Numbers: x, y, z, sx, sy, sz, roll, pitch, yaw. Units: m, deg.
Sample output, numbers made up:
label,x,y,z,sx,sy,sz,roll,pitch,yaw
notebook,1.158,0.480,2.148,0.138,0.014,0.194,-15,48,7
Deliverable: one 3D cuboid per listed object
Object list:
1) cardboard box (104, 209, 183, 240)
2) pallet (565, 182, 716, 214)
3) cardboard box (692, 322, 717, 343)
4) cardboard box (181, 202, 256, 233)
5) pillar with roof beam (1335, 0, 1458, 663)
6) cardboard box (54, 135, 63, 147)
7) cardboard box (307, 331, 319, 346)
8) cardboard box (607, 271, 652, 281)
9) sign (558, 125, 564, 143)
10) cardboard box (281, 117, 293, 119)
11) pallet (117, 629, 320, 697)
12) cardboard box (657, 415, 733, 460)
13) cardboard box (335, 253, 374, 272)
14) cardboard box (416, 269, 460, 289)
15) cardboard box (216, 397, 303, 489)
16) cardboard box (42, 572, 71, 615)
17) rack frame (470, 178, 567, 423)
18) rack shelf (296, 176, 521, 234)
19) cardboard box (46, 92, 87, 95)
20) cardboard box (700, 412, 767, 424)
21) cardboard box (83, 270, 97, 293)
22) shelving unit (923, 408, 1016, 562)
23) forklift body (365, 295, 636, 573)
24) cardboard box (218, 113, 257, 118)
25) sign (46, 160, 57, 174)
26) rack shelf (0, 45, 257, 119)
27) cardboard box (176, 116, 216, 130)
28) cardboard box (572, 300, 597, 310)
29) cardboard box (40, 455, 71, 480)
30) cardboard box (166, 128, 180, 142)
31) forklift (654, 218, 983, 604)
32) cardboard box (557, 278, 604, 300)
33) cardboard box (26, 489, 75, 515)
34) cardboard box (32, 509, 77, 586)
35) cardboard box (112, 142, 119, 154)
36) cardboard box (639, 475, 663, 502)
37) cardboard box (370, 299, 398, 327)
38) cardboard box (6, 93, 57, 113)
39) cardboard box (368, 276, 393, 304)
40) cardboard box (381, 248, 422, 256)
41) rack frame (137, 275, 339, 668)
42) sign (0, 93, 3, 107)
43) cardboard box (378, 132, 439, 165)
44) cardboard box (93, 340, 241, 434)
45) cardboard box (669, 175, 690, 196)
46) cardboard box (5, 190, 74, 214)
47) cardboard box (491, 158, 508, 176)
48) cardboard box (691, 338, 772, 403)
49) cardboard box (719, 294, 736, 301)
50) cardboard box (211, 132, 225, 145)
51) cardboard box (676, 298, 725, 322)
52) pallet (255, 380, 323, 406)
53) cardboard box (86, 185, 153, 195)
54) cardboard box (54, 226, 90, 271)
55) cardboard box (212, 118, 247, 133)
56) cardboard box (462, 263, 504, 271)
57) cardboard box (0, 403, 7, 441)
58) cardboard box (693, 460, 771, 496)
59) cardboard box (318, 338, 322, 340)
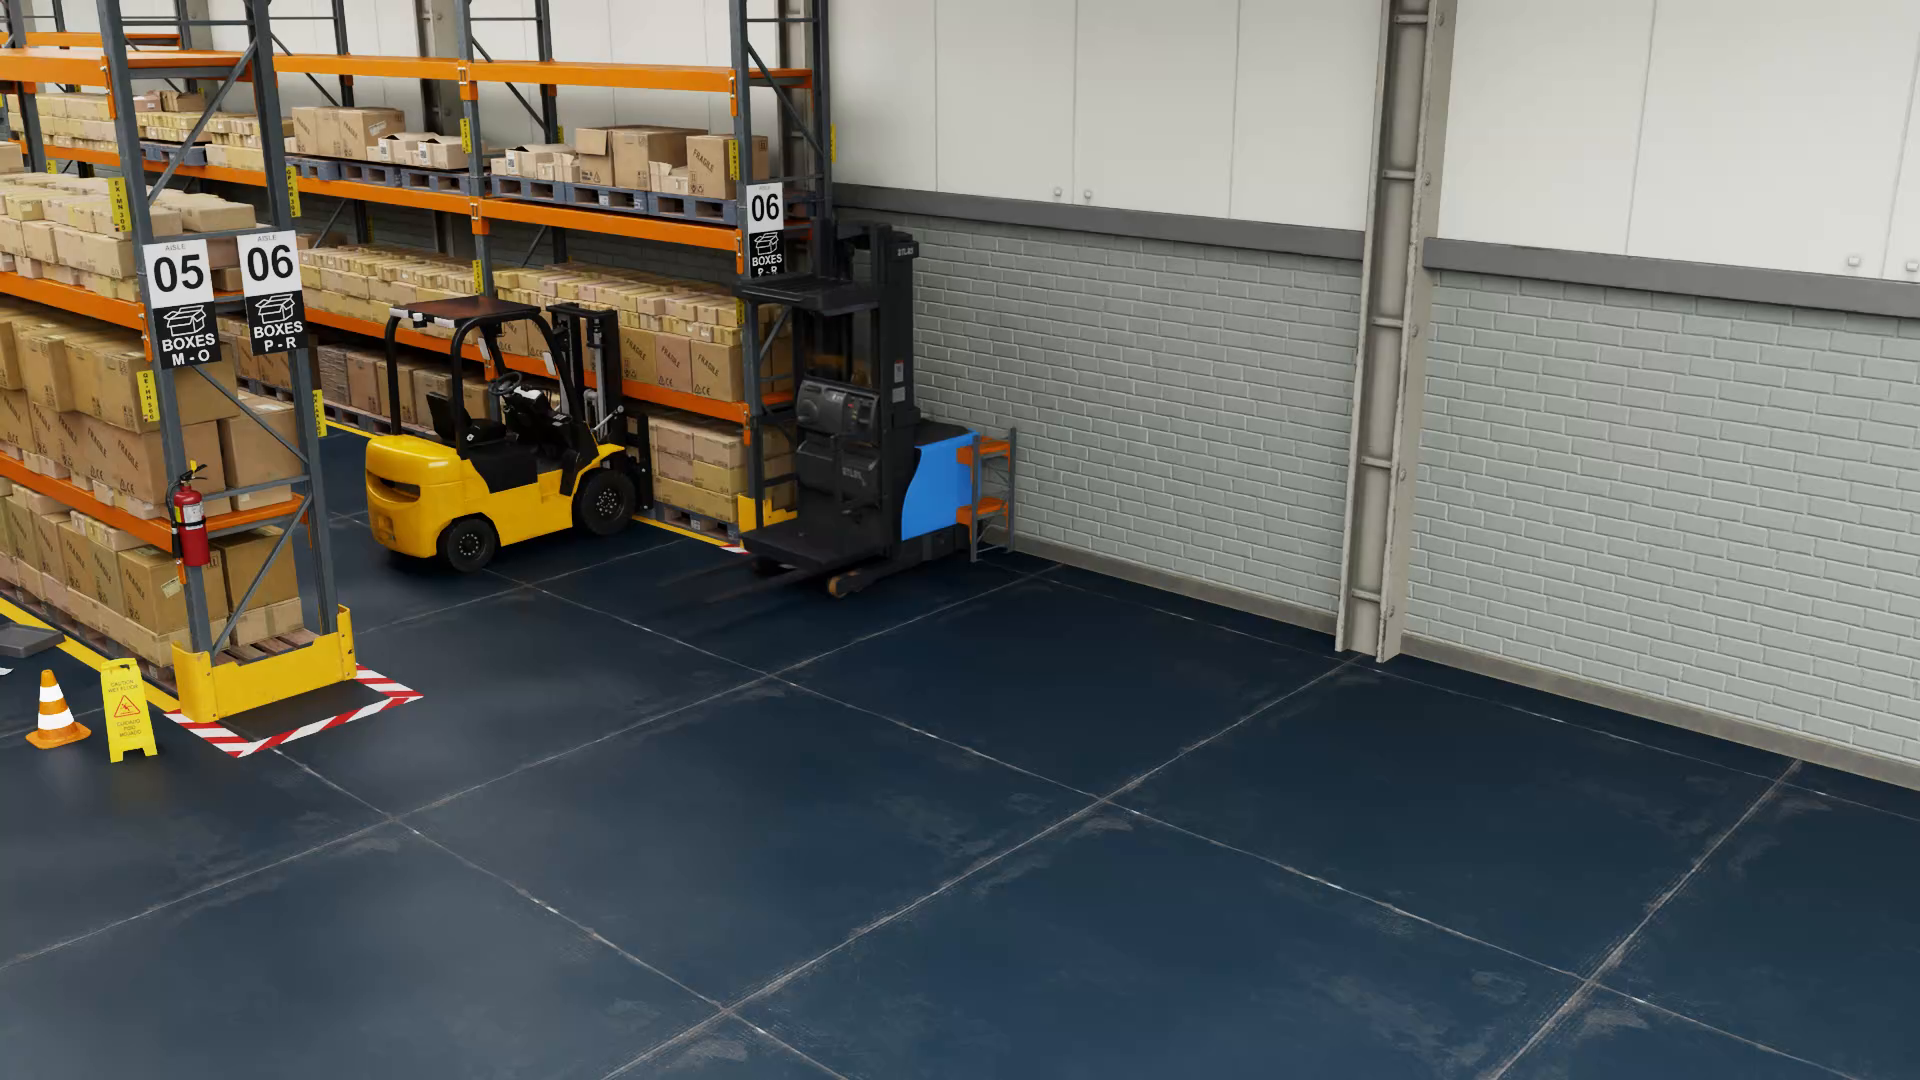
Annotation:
label,x,y,z,sx,sy,sz,roll,pitch,yaw
cardboard box,-5.241,-2.027,10.677,0.250,0.149,0.380,15,23,40
pallet,-2.928,-3.240,15.548,1.213,0.211,1.003,15,23,39
cardboard box,-2.156,-1.867,14.798,0.250,0.149,0.380,16,23,40
cardboard box,-4.922,-2.143,11.044,0.250,0.149,0.380,15,23,39
pillar with roof beam,0.208,-2.484,8.062,0.400,9.000,9.100,15,23,39
cardboard box,-12.301,-5.535,23.052,0.250,0.149,0.380,15,23,39
cardboard box,-8.021,-2.425,20.161,0.250,0.149,0.380,14,22,37
cardboard box,-3.276,-2.563,16.499,0.250,0.149,0.380,15,23,38
sign,-4.124,-4.102,17.135,0.005,0.325,0.100,15,23,39
cardboard box,-8.163,-5.042,20.178,0.250,0.149,0.380,16,24,41
pallet,-5.433,0.807,12.219,1.213,0.211,1.003,15,23,39
cardboard box,-2.437,-0.949,15.340,0.500,0.250,0.500,16,23,40
cardboard box,-6.827,-3.143,18.819,0.250,0.149,0.380,15,23,40
cardboard box,-5.532,-2.769,17.641,0.250,0.149,0.380,14,22,38
cardboard box,-4.962,-0.683,11.648,0.500,0.500,0.500,15,23,38
cardboard box,-6.716,0.362,12.864,0.500,0.250,0.500,15,23,39
rack frame,-4.492,-2.262,17.282,0.127,3.000,1.000,15,23,39
rack shelf,-5.987,-3.751,18.202,4.000,0.370,1.077,15,23,39
cardboard box,-12.949,-6.384,24.240,0.500,0.250,0.500,14,22,38
cardboard box,-2.110,-1.064,15.705,0.500,0.250,0.500,15,23,39
cardboard box,-5.628,-1.758,11.147,0.250,0.149,0.380,16,24,41
shelving unit,-0.062,-0.509,14.817,0.538,1.125,1.048,-15,23,-42
forklift body,-4.129,-1.023,14.779,1.214,2.155,2.313,15,23,39
cardboard box,-9.003,-5.231,20.741,0.250,0.149,0.380,16,23,41
sign,-7.429,-2.939,13.601,0.005,0.325,0.100,15,23,39
rack shelf,-6.288,-3.252,11.677,4.000,0.370,1.077,15,23,39
cardboard box,-9.352,-5.113,20.370,0.250,0.149,0.380,15,23,40
cardboard box,-3.489,-2.232,15.949,0.250,0.149,0.380,14,22,38
cardboard box,-6.603,-0.580,12.395,0.250,0.149,0.380,15,23,39
cardboard box,-9.566,-5.019,20.565,0.250,0.149,0.380,16,23,41
forklift,-1.167,-1.101,13.735,1.130,2.935,3.031,16,23,40
cardboard box,-3.661,-2.428,16.073,0.250,0.149,0.380,15,23,38
cardboard box,-6.879,-0.320,12.702,0.250,0.149,0.380,17,24,42
cardboard box,-6.727,0.003,12.755,0.500,0.500,0.500,17,24,42
cardboard box,-10.940,-5.184,21.944,0.250,0.149,0.380,15,23,39
cardboard box,-2.795,-0.576,15.820,0.500,0.250,0.500,15,23,40
cardboard box,-6.164,-2.541,18.408,0.500,0.250,0.500,16,24,41
cardboard box,-13.302,-6.264,23.862,0.500,0.250,0.500,15,23,39
cardboard box,-6.161,-2.781,18.338,0.500,0.250,0.500,15,23,40
cardboard box,-6.453,-3.276,19.239,0.250,0.149,0.380,14,23,38
rack frame,-4.792,-0.336,11.210,0.127,3.000,1.000,15,23,39
sign,-13.827,-6.395,23.901,0.005,0.325,0.100,15,23,39
cardboard box,-5.769,-4.142,17.533,0.500,0.311,0.500,14,22,37
cardboard box,-5.319,-1.055,11.166,0.500,0.500,0.700,14,23,38
cardboard box,-2.321,-3.115,14.565,0.250,0.149,0.380,14,22,38
cardboard box,-6.547,-2.398,11.848,0.250,0.149,0.380,16,23,40
cardboard box,-4.357,-3.661,16.287,0.250,0.149,0.380,16,23,40
cardboard box,-2.042,-1.546,14.860,0.500,0.500,0.500,14,23,38
cardboard box,-1.989,-2.184,15.304,0.250,0.149,0.380,16,23,40
cardboard box,-8.853,-4.895,20.207,0.250,0.149,0.380,16,24,41
cardboard box,-2.326,-2.071,14.949,0.250,0.149,0.380,16,23,40
pallet,-8.017,-1.895,20.734,1.213,0.211,1.003,15,23,39
cardboard box,-6.178,-2.525,12.247,0.250,0.149,0.380,15,23,40
cardboard box,-5.720,-1.982,11.195,0.500,0.250,0.500,15,23,39
cardboard box,-8.717,-4.968,19.946,0.250,0.149,0.380,14,23,38
cardboard box,-5.169,-2.901,18.056,0.250,0.149,0.380,15,23,39
cardboard box,-7.248,-1.081,12.903,0.500,0.500,0.500,15,23,39
cardboard box,-2.071,-0.614,15.113,0.500,0.250,0.500,15,23,39
cardboard box,-7.966,-2.325,20.918,0.500,0.500,0.500,15,23,39
